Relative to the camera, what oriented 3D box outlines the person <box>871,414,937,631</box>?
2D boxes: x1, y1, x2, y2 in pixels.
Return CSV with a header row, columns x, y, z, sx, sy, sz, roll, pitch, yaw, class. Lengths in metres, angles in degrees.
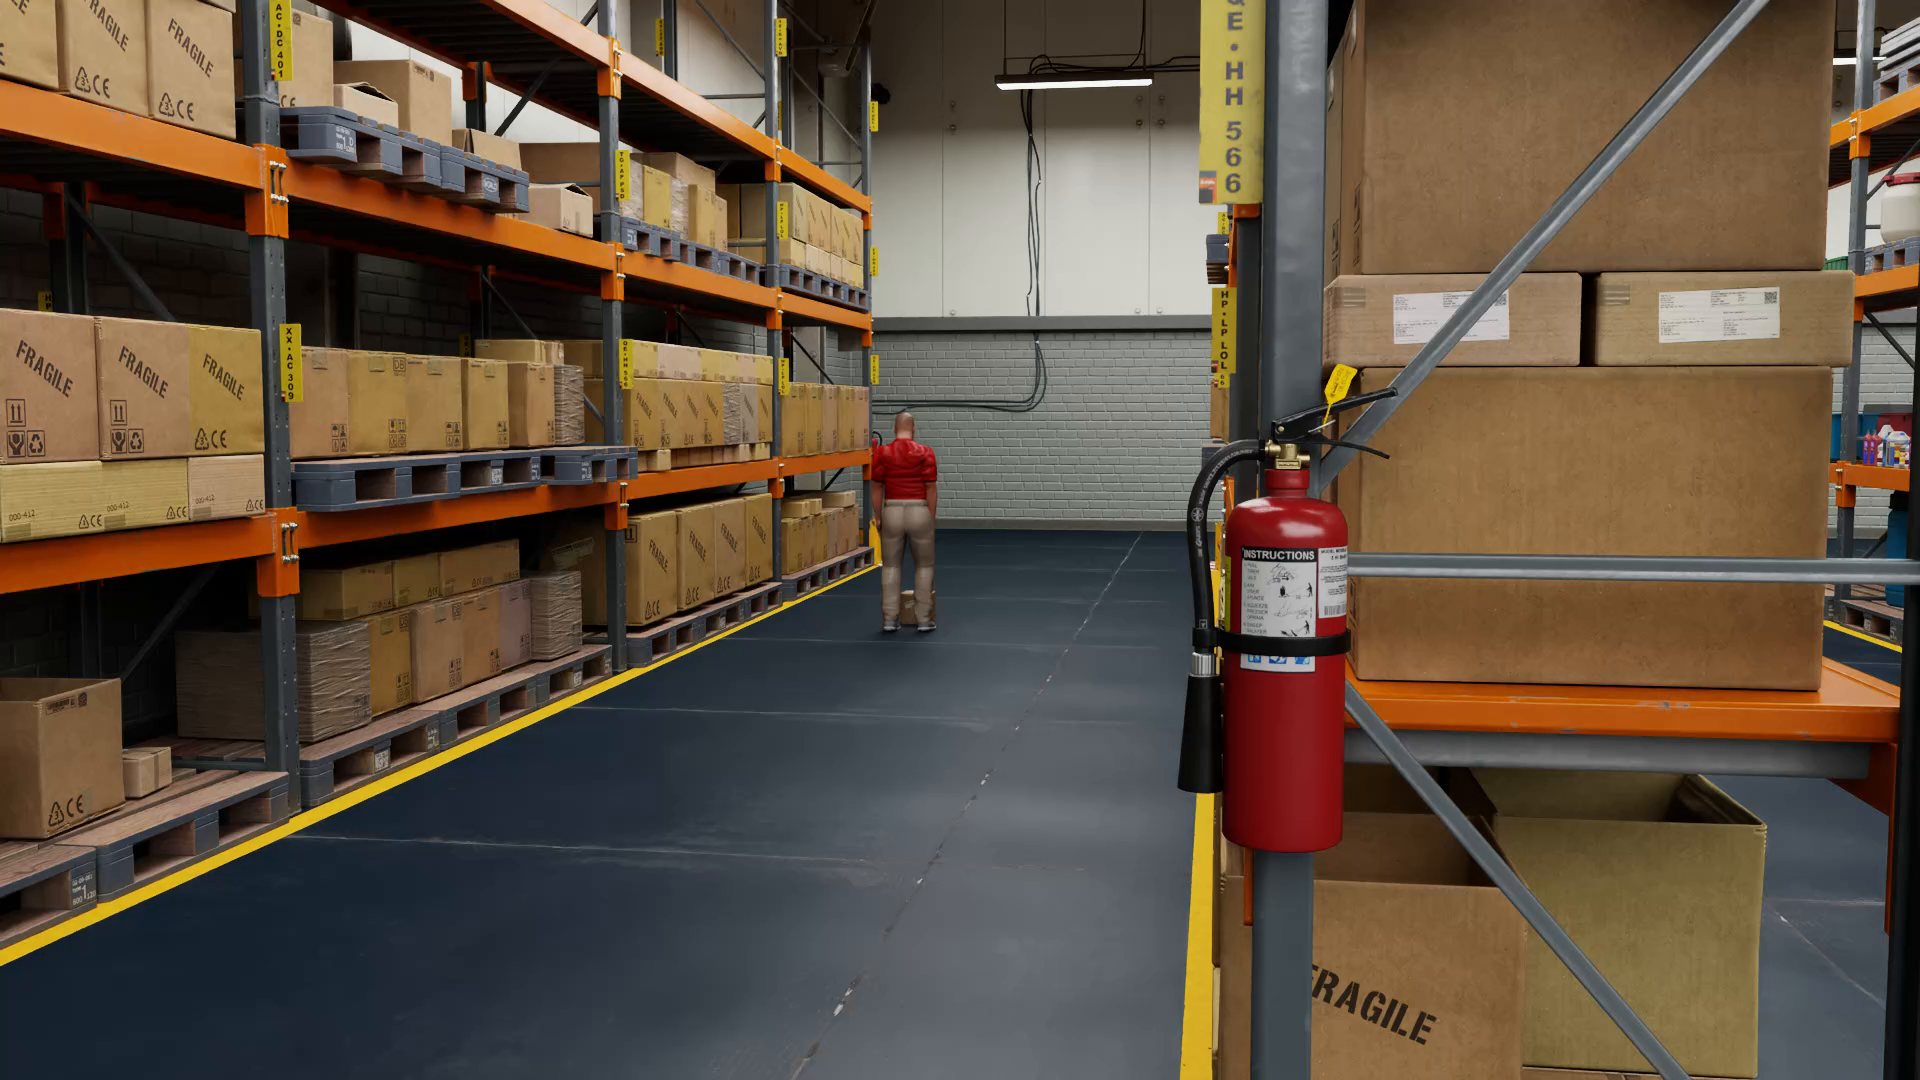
x,y,z,sx,sy,sz,roll,pitch,yaw,class
-0.435,-0.136,13.126,0.534,1.718,0.359,1,4,10,person
